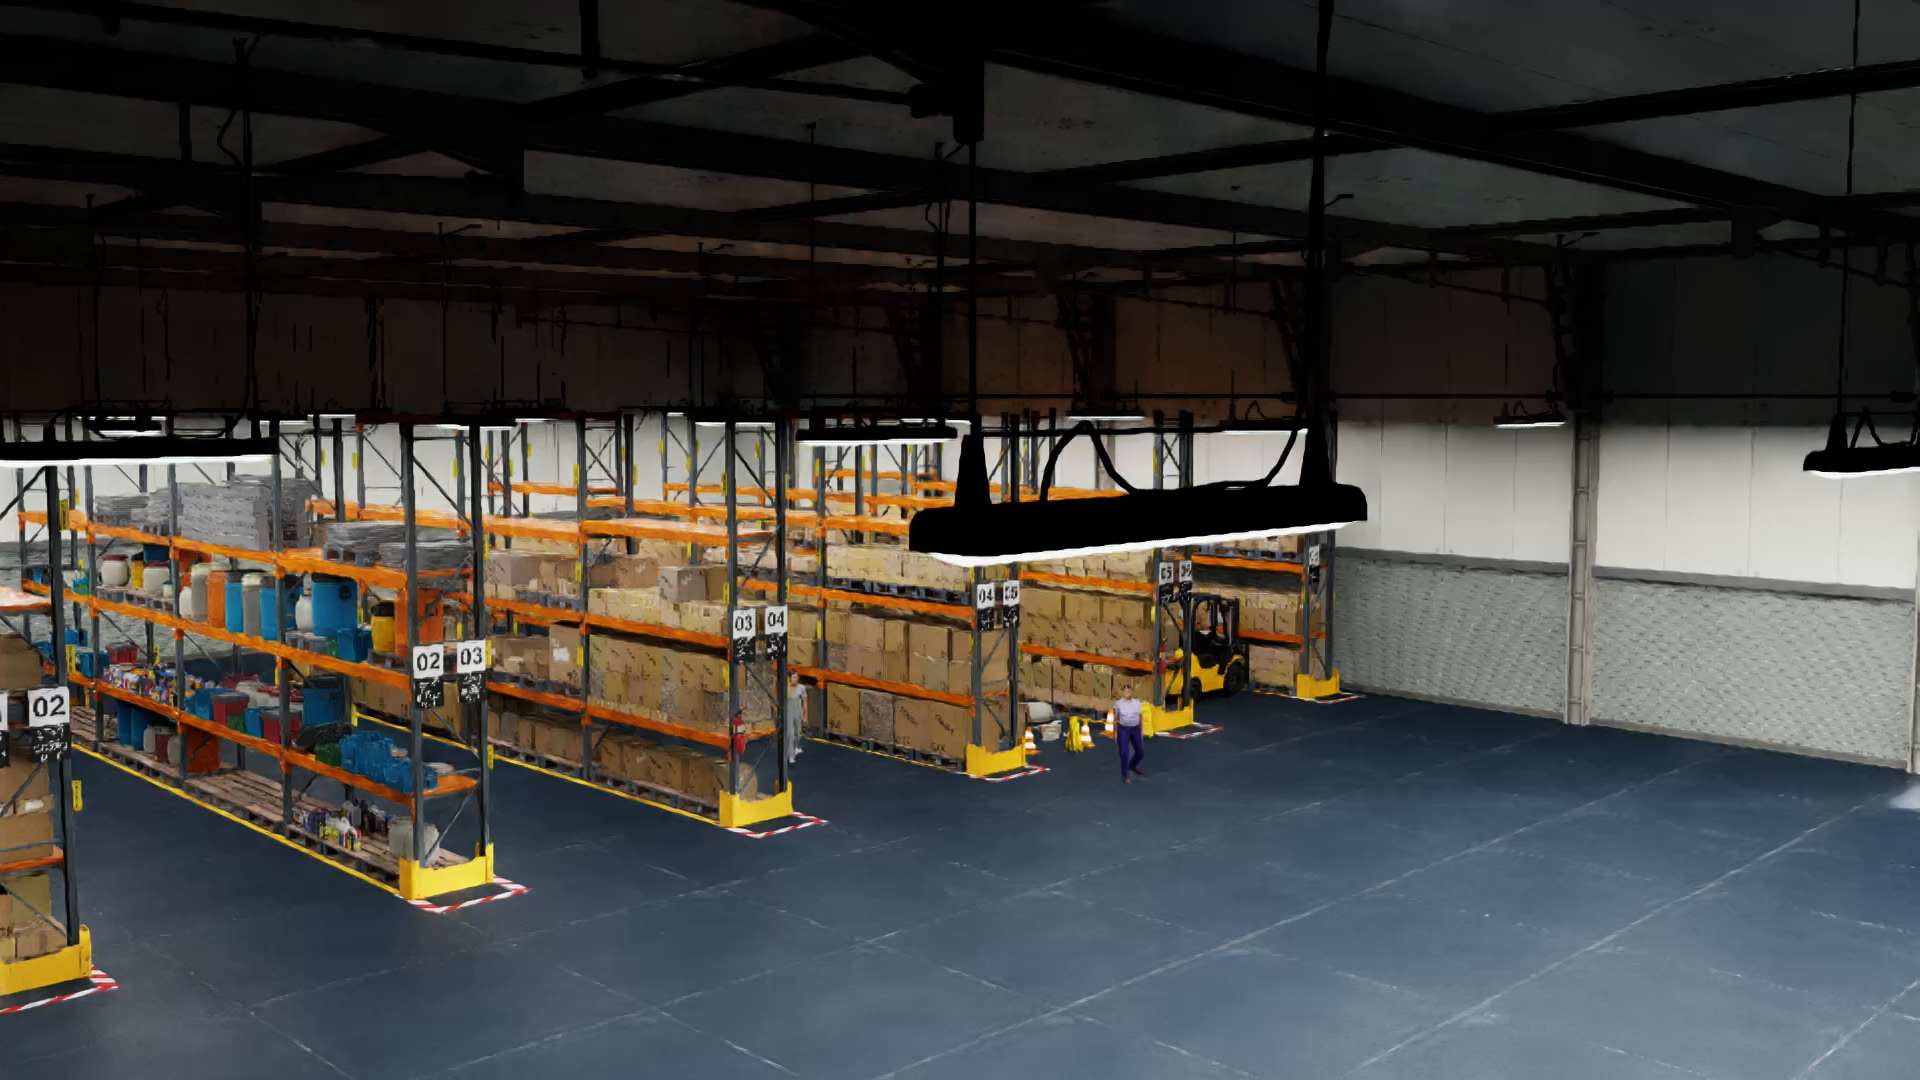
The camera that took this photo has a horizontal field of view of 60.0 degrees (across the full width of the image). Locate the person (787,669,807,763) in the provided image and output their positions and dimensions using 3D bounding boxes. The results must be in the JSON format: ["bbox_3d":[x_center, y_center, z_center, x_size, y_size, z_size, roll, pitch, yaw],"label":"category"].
[{"bbox_3d":[-2.895,3.019,28.879,0.494,1.609,0.954,-2,5,-24],"label":"person"}]

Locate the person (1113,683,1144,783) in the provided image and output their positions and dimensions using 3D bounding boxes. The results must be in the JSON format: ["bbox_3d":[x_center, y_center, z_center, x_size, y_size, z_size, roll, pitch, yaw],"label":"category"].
[{"bbox_3d":[2.759,3.154,27.346,0.514,1.619,0.535,-1,5,-7],"label":"person"}]
